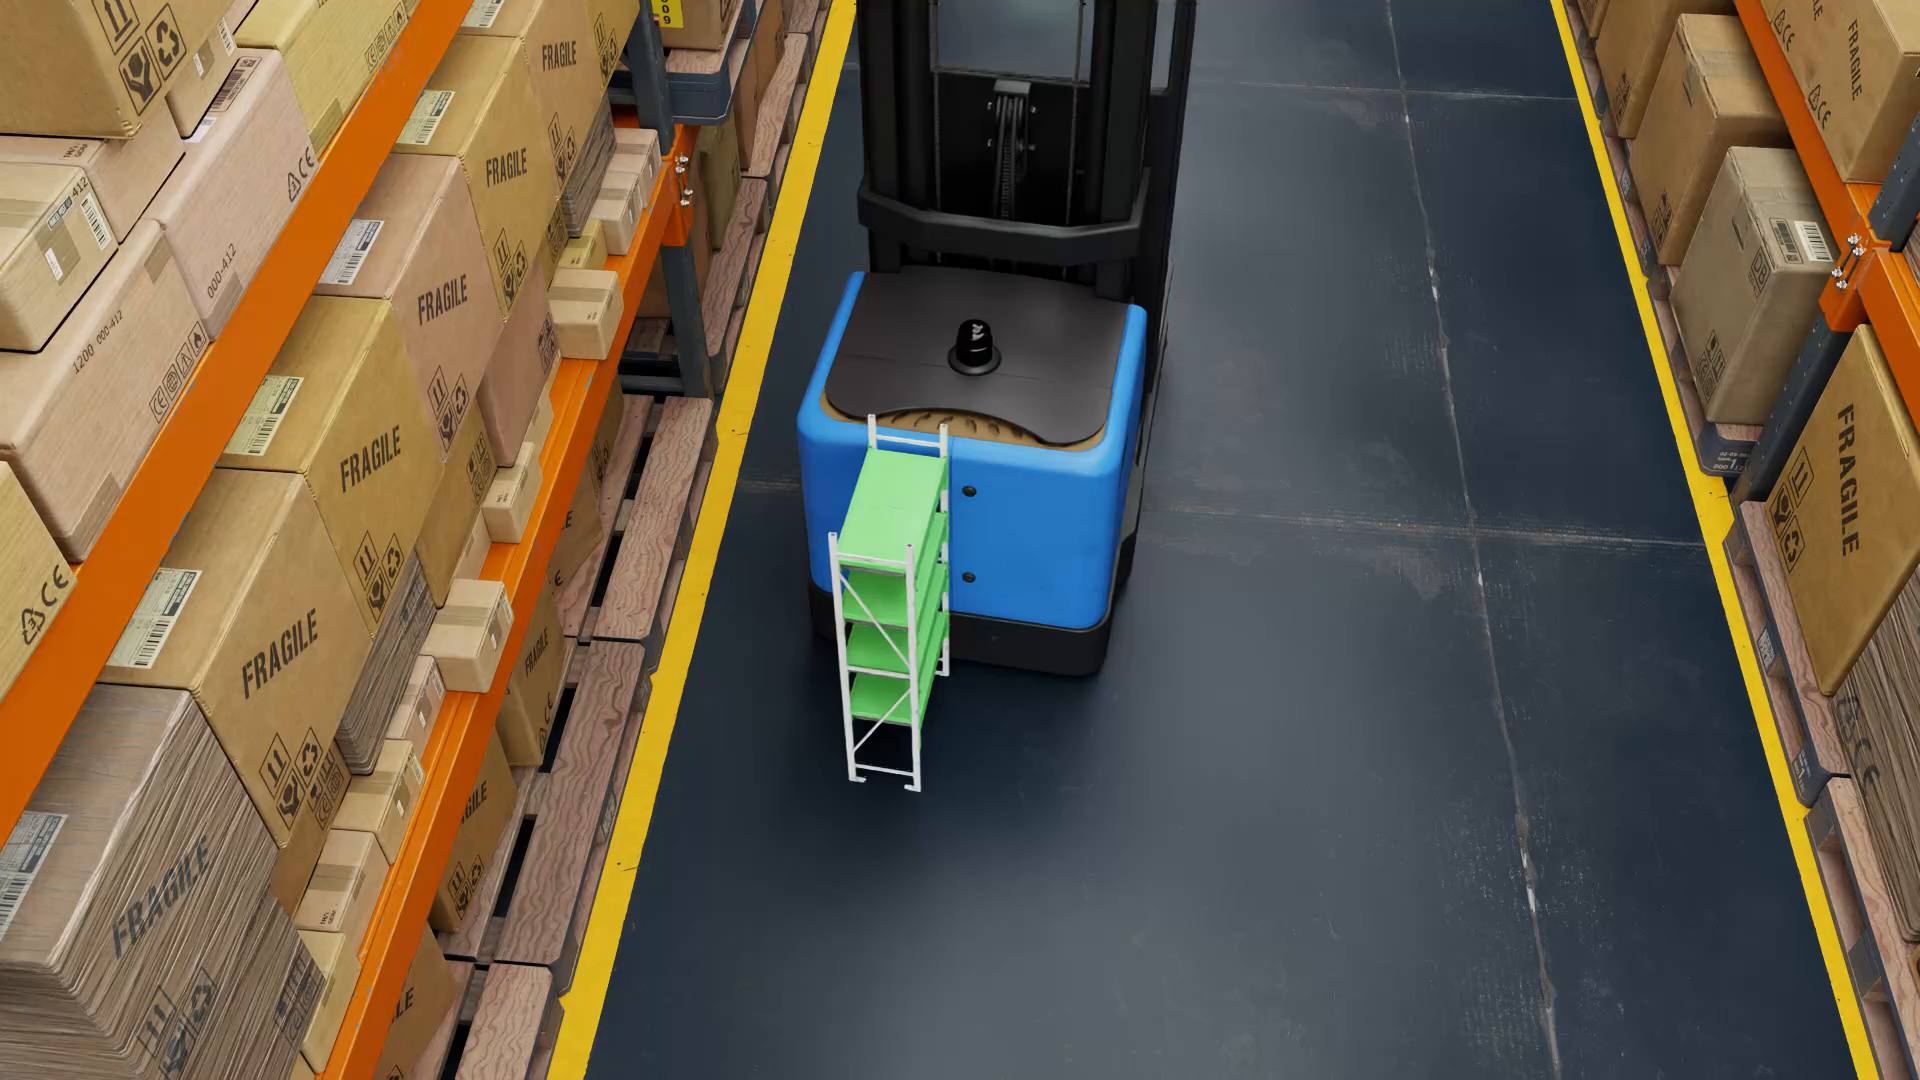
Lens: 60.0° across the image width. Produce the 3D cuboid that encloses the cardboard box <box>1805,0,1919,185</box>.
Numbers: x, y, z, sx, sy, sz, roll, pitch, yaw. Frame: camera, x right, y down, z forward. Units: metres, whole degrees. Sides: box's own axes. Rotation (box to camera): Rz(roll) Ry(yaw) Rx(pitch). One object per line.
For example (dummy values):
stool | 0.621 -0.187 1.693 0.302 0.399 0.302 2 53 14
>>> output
cardboard box | 3.229 -1.532 5.551 0.500 0.500 0.500 4 48 3

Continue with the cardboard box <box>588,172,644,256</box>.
cardboard box | -1.241 -1.059 5.356 0.380 0.149 0.250 4 48 4

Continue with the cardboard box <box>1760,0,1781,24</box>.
cardboard box | 3.321 -2.275 6.230 0.500 0.500 0.500 4 48 4

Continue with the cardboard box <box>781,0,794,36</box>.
cardboard box | -1.197 -2.847 8.217 0.700 0.500 0.500 0 48 0

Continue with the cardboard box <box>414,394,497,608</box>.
cardboard box | -1.697 -0.209 4.139 0.875 0.500 0.500 4 48 4

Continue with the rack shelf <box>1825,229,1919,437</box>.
rack shelf | 3.266 0.616 4.142 1.077 0.370 4.000 4 48 4

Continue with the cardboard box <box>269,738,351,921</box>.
cardboard box | -1.843 0.523 3.470 0.875 0.500 0.500 4 48 4

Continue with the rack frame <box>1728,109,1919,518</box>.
rack frame | 3.448 -1.097 5.221 1.000 3.000 0.127 4 48 4

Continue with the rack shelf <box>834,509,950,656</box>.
rack shelf | -0.202 0.109 5.099 0.258 0.148 0.480 8 48 7

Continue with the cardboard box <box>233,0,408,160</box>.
cardboard box | -1.413 -0.990 3.191 0.500 0.250 0.500 5 48 5

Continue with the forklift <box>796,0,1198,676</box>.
forklift | 0.256 -1.629 5.754 1.130 2.935 3.031 8 48 7

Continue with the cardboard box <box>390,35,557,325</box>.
cardboard box | -1.340 -0.892 4.086 0.500 0.500 0.500 4 48 4

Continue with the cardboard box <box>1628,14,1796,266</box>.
cardboard box | 3.507 -1.650 6.967 1.050 0.750 0.750 4 48 4

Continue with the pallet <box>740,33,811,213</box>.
pallet | -1.304 -2.035 7.968 1.003 0.211 1.213 4 48 4

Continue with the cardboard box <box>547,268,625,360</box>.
cardboard box | -1.236 -0.688 5.017 0.380 0.149 0.250 4 48 4

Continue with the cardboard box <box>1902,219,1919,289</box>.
cardboard box | 3.426 -0.876 4.916 0.875 0.550 0.550 4 48 4

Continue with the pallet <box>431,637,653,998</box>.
pallet | -1.617 0.831 5.347 1.003 0.211 1.213 4 48 4

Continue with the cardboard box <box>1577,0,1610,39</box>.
cardboard box | 3.667 -2.977 8.180 1.050 0.750 0.750 3 48 3

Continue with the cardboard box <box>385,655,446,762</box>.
cardboard box | -1.476 0.407 4.015 0.380 0.149 0.250 4 48 4

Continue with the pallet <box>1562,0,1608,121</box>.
pallet | 3.666 -2.521 8.413 1.003 0.211 1.213 4 48 4

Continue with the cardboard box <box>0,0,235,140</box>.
cardboard box | -1.442 -0.953 2.448 0.500 0.500 0.500 4 48 3

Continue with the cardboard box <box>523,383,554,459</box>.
cardboard box | -1.372 -0.327 4.687 0.380 0.149 0.250 4 48 4

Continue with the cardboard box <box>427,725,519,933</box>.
cardboard box | -1.677 0.778 4.915 0.500 0.500 0.500 8 48 7

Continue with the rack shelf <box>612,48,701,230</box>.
rack shelf | -1.300 -2.732 7.203 1.077 0.370 4.000 4 48 4

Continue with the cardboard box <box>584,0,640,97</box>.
cardboard box | -1.249 -1.627 4.759 0.500 0.500 0.500 4 48 4

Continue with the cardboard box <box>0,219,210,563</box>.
cardboard box | -1.505 -0.243 2.509 0.500 0.250 0.500 3 48 3

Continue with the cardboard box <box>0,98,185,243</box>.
cardboard box | -1.449 -0.600 2.565 0.380 0.149 0.250 4 48 3

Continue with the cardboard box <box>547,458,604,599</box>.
cardboard box | -1.603 -0.090 5.709 0.500 0.500 0.500 18 50 16

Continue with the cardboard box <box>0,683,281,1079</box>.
cardboard box | -1.525 0.577 2.742 0.500 0.500 0.500 4 48 4

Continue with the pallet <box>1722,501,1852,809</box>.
pallet | 3.301 0.398 5.743 1.003 0.211 1.213 4 48 4

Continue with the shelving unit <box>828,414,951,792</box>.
shelving unit | -0.202 0.228 5.229 0.258 1.200 0.503 8 48 7

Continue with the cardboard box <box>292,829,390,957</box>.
cardboard box | -1.502 0.776 3.678 0.380 0.149 0.250 4 48 4

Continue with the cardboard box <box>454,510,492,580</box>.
cardboard box | -1.459 0.038 4.353 0.380 0.149 0.250 4 48 4

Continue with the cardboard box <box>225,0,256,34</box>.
cardboard box | -1.463 -0.988 2.920 0.380 0.149 0.250 3 48 3

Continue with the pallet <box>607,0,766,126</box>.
pallet | -1.268 -1.992 6.169 1.003 0.211 1.213 4 48 4

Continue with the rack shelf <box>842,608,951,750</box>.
rack shelf | -0.202 0.433 5.453 0.258 0.148 0.480 8 48 7

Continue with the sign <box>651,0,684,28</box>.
sign | -0.941 -1.766 5.246 0.100 0.325 0.005 4 48 4

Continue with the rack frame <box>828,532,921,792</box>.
rack frame | -0.248 0.405 5.067 0.240 1.200 0.015 8 48 7

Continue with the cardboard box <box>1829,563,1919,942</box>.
cardboard box | 3.243 0.599 4.825 0.875 0.875 0.875 4 48 4

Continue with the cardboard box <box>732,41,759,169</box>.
cardboard box | -1.292 -2.020 7.460 0.700 0.500 0.500 0 48 0

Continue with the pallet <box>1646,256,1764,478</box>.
pallet | 3.443 -0.728 6.773 1.003 0.211 1.213 4 48 4

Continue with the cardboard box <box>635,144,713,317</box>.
cardboard box | -1.405 -1.259 6.765 0.700 0.500 0.500 1 48 1

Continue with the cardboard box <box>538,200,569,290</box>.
cardboard box | -1.665 -0.947 4.814 0.875 0.500 0.500 4 48 4

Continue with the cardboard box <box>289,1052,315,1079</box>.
cardboard box | -1.541 1.144 3.342 0.380 0.149 0.250 4 48 4

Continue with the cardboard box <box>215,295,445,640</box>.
cardboard box | -1.428 -0.157 3.414 0.500 0.500 0.500 4 48 4
